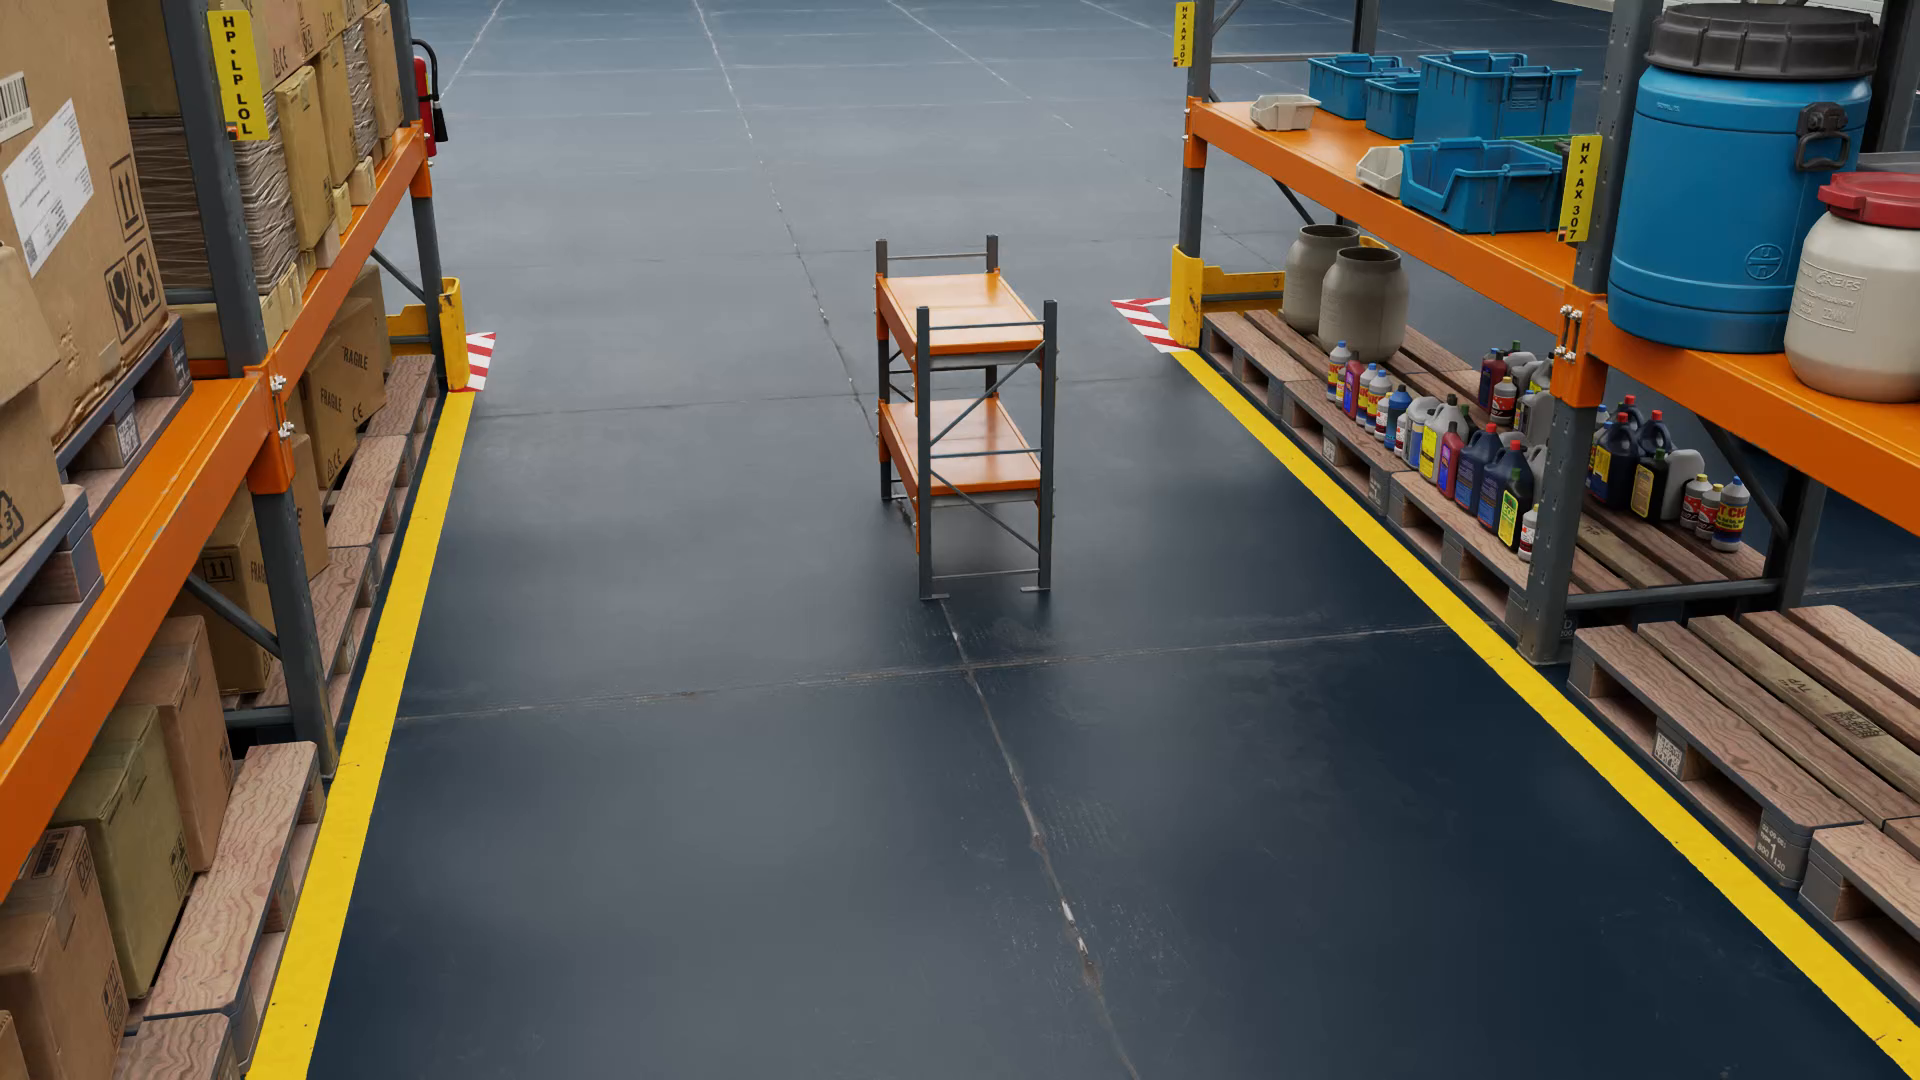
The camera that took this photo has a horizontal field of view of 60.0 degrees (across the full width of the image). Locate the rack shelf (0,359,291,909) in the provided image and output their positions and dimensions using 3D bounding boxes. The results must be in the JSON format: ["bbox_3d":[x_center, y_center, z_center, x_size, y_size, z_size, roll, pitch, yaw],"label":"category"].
[{"bbox_3d":[-2.041,0.490,2.779,1.077,0.370,4.000,-4,24,-10],"label":"rack shelf"}]

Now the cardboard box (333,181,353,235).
[{"bbox_3d":[-2.446,-1.207,6.079,0.380,0.149,0.250,-4,24,-10],"label":"cardboard box"}]

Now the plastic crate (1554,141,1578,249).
[{"bbox_3d":[2.485,-1.180,5.781,0.767,0.338,0.504,-4,24,-10],"label":"plastic crate"}]

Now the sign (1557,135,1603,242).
[{"bbox_3d":[1.914,-1.083,5.136,0.100,0.325,0.005,-4,24,-10],"label":"sign"}]

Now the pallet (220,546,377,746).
[{"bbox_3d":[-2.570,0.390,5.593,1.003,0.211,1.213,-4,24,-10],"label":"pallet"}]

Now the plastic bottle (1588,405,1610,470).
[{"bbox_3d":[2.616,-0.422,6.827,0.097,0.271,0.097,0,24,0],"label":"plastic bottle"}]

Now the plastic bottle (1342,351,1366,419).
[{"bbox_3d":[1.770,-0.696,7.441,0.061,0.283,0.133,-4,24,-9],"label":"plastic bottle"}]

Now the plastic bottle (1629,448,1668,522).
[{"bbox_3d":[2.637,-0.224,6.360,0.061,0.283,0.133,-4,24,-10],"label":"plastic bottle"}]

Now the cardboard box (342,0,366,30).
[{"bbox_3d":[-2.618,-2.249,6.405,0.500,0.500,0.500,-4,24,-10],"label":"cardboard box"}]

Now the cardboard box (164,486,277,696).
[{"bbox_3d":[-2.446,0.167,5.219,0.500,0.500,0.500,-5,24,-11],"label":"cardboard box"}]

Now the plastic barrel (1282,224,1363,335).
[{"bbox_3d":[1.914,-1.365,8.712,0.421,0.512,0.421,0,24,0],"label":"plastic barrel"}]

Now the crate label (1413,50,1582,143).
[{"bbox_3d":[2.323,-1.878,7.259,0.502,0.435,0.616,-4,24,-10],"label":"crate label"}]

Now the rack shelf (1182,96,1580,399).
[{"bbox_3d":[2.087,-1.450,7.220,1.077,0.370,4.000,-4,24,-10],"label":"rack shelf"}]

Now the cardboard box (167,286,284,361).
[{"bbox_3d":[-2.155,-0.618,4.731,0.380,0.149,0.250,-4,24,-10],"label":"cardboard box"}]

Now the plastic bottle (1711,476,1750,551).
[{"bbox_3d":[2.829,-0.102,6.094,0.097,0.271,0.097,0,24,0],"label":"plastic bottle"}]

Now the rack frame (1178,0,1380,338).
[{"bbox_3d":[1.717,-2.566,8.878,1.000,3.000,0.127,-4,24,-10],"label":"rack frame"}]

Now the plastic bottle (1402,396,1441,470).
[{"bbox_3d":[1.933,-0.445,6.874,0.152,0.276,0.135,-4,24,-9],"label":"plastic bottle"}]

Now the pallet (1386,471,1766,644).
[{"bbox_3d":[2.373,0.018,6.445,1.003,0.211,1.213,-4,24,-10],"label":"pallet"}]

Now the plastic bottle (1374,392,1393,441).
[{"bbox_3d":[1.846,-0.536,7.176,0.097,0.201,0.097,0,24,0],"label":"plastic bottle"}]

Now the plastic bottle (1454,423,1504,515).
[{"bbox_3d":[2.019,-0.288,6.421,0.144,0.351,0.185,-6,24,-12],"label":"plastic bottle"}]

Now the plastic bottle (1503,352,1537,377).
[{"bbox_3d":[2.507,-0.728,7.523,0.152,0.276,0.135,-4,24,-9],"label":"plastic bottle"}]

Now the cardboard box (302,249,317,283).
[{"bbox_3d":[-2.317,-0.911,5.402,0.380,0.149,0.250,-4,24,-10],"label":"cardboard box"}]

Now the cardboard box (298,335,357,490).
[{"bbox_3d":[-2.810,-0.519,6.790,0.500,0.500,0.500,-2,24,-5],"label":"cardboard box"}]

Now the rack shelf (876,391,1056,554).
[{"bbox_3d":[0.001,-0.289,6.617,0.538,0.278,1.000,-4,24,-10],"label":"rack shelf"}]

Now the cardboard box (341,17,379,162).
[{"bbox_3d":[-2.815,-1.776,6.571,0.875,0.500,0.500,-4,24,-10],"label":"cardboard box"}]

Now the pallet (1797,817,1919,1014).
[{"bbox_3d":[2.869,1.072,4.032,1.003,0.211,1.213,-4,24,-10],"label":"pallet"}]

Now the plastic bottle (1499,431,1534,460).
[{"bbox_3d":[2.160,-0.274,6.484,0.152,0.276,0.135,-4,24,-10],"label":"plastic bottle"}]

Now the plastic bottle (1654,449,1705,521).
[{"bbox_3d":[2.742,-0.229,6.380,0.152,0.276,0.135,-3,24,-8],"label":"plastic bottle"}]

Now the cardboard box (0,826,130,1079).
[{"bbox_3d":[-2.145,0.970,3.355,0.700,0.500,0.500,-6,24,-14],"label":"cardboard box"}]

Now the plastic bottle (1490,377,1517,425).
[{"bbox_3d":[2.414,-0.623,7.375,0.097,0.201,0.097,0,24,0],"label":"plastic bottle"}]

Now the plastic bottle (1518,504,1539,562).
[{"bbox_3d":[2.083,-0.032,6.021,0.097,0.201,0.097,0,24,0],"label":"plastic bottle"}]

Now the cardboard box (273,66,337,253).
[{"bbox_3d":[-2.491,-1.189,5.228,0.875,0.500,0.500,-4,24,-10],"label":"cardboard box"}]

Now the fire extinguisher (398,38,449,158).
[{"bbox_3d":[-2.719,-2.243,8.235,0.296,0.674,0.183,-4,24,-10],"label":"fire extinguisher"}]

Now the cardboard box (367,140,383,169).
[{"bbox_3d":[-2.721,-1.695,7.197,0.380,0.149,0.250,-4,24,-10],"label":"cardboard box"}]

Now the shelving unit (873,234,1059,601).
[{"bbox_3d":[0.001,-0.513,6.519,0.538,1.125,1.048,-4,24,-10],"label":"shelving unit"}]

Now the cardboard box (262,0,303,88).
[{"bbox_3d":[-2.338,-1.659,5.055,0.500,0.500,0.500,-4,24,-10],"label":"cardboard box"}]

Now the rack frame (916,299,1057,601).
[{"bbox_3d":[0.095,-0.313,6.061,0.500,1.125,0.032,-4,24,-10],"label":"rack frame"}]

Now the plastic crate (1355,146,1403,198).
[{"bbox_3d":[1.907,-1.492,6.747,0.530,0.136,0.437,-4,24,-10],"label":"plastic crate"}]

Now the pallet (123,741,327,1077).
[{"bbox_3d":[-2.265,0.958,4.293,1.003,0.211,1.213,-4,24,-10],"label":"pallet"}]

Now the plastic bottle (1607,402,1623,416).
[{"bbox_3d":[2.691,-0.440,6.854,0.061,0.283,0.133,-3,24,-7],"label":"plastic bottle"}]

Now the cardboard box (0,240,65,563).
[{"bbox_3d":[-2.000,-0.191,2.786,0.797,0.503,0.637,-2,24,-4],"label":"cardboard box"}]
